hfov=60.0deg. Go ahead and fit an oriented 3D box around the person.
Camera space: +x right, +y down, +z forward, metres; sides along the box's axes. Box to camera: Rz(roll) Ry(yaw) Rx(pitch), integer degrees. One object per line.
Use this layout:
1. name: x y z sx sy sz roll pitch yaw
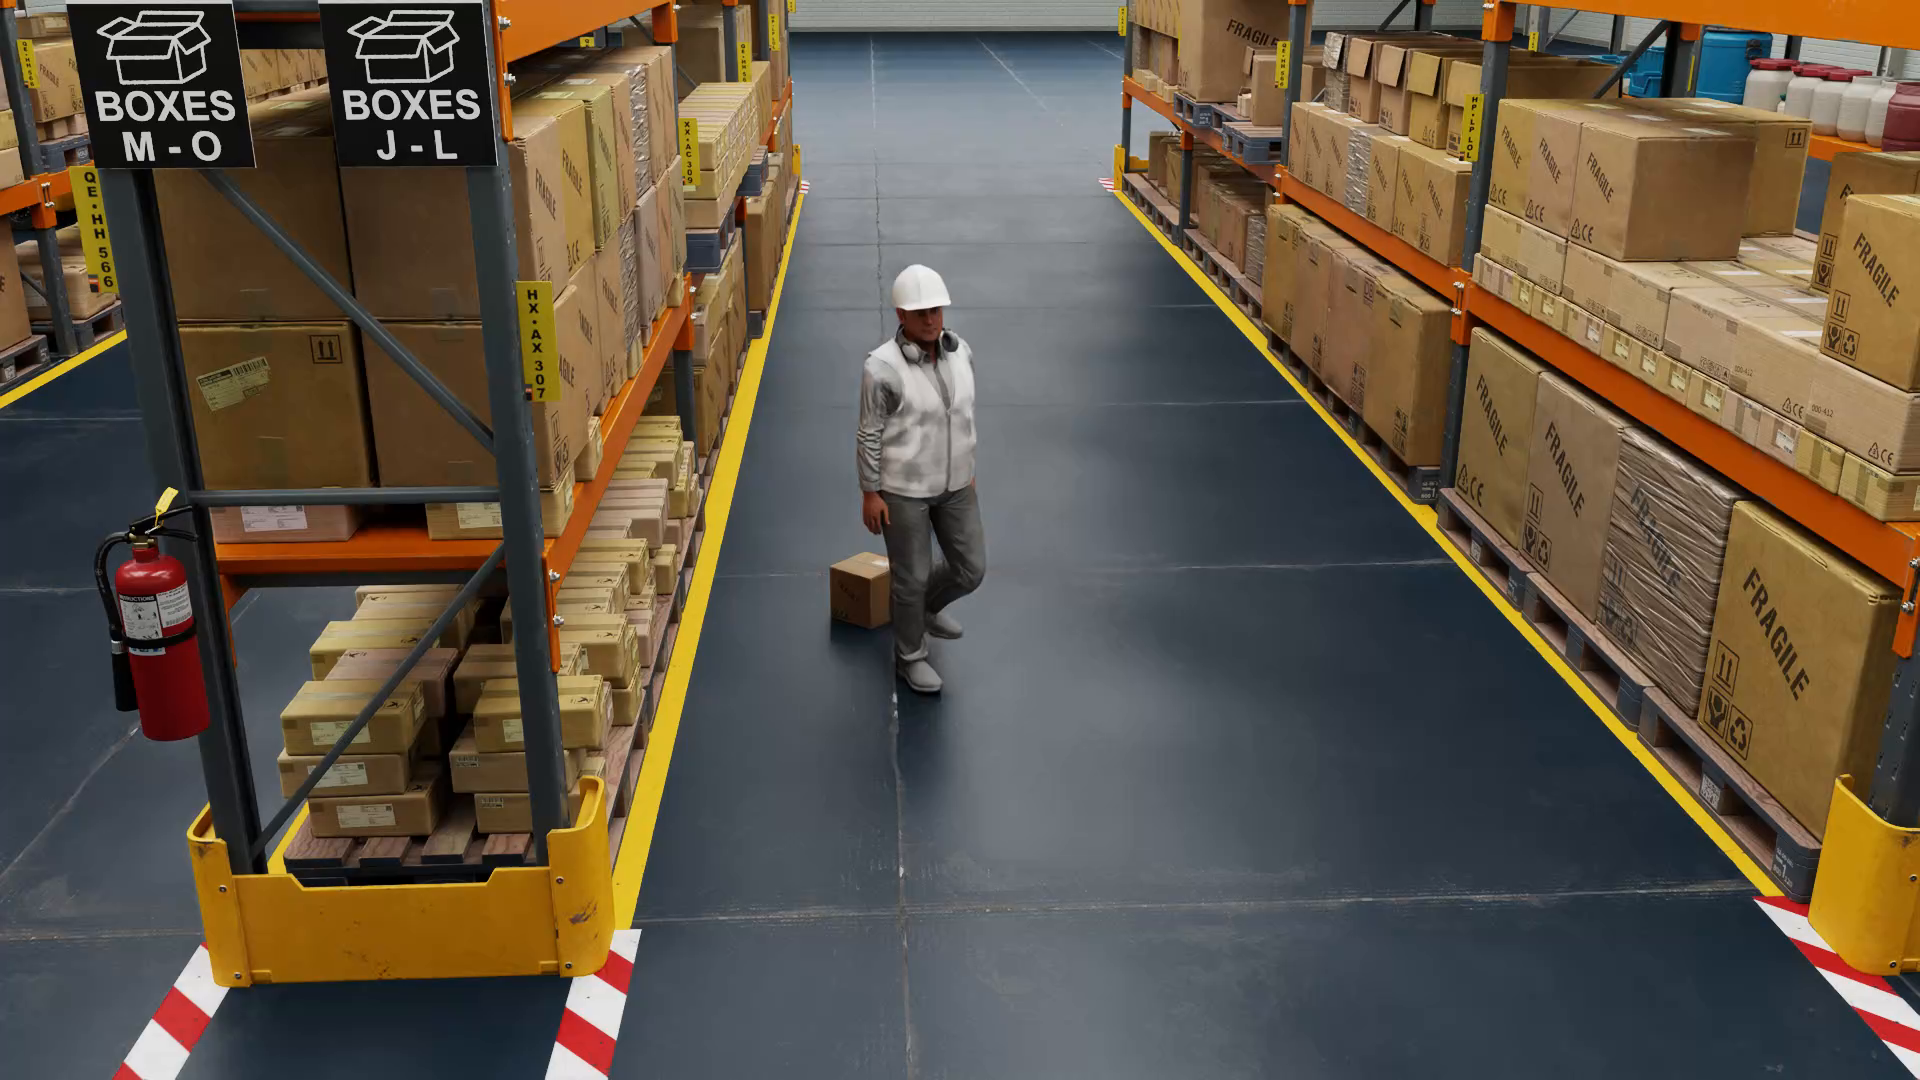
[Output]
1. person: -0.173 -0.249 6.702 0.589 1.769 0.554 -14 25 -34
